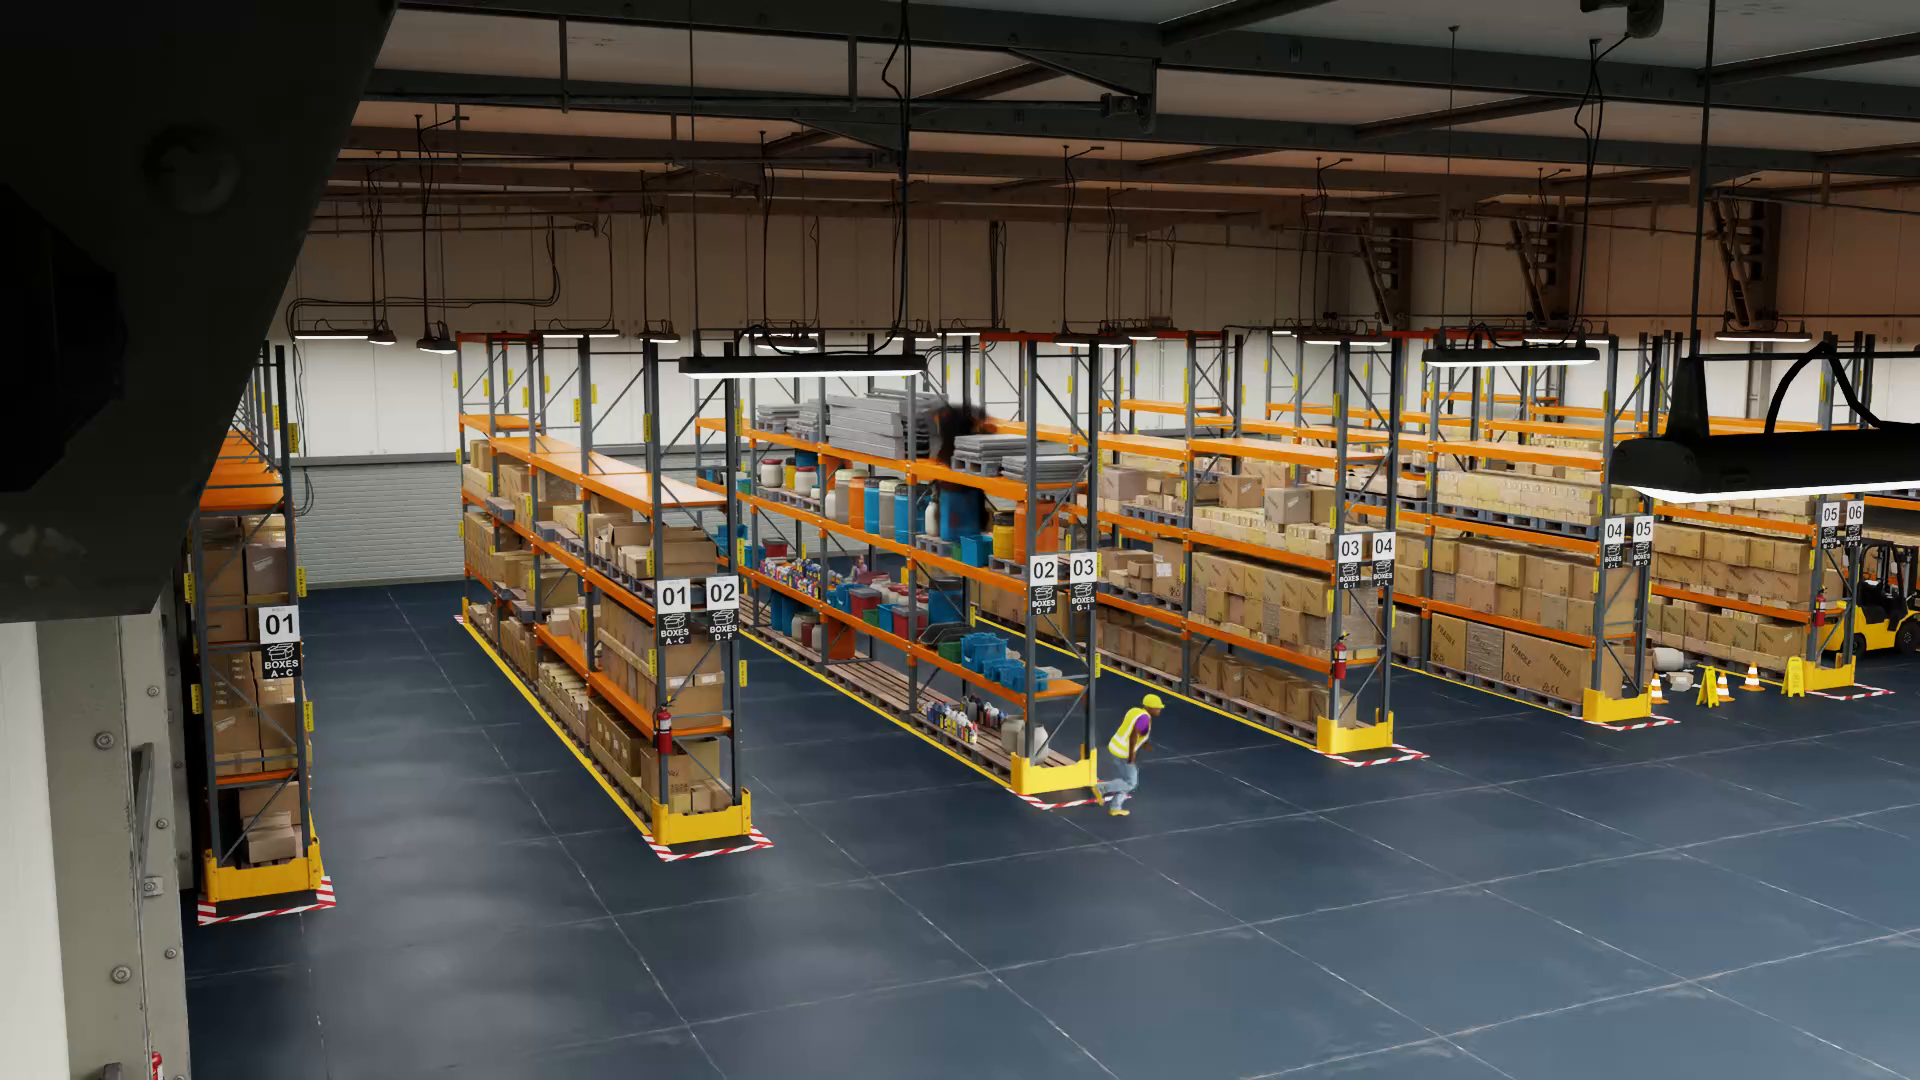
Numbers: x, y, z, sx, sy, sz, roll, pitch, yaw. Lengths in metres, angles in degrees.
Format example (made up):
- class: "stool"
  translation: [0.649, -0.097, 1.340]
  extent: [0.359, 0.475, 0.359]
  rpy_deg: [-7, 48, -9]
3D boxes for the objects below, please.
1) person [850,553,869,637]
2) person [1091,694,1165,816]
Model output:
- class: "person"
  translation: [-2.009, 1.065, 33.104]
  extent: [0.521, 1.626, 0.824]
  rpy_deg: [-4, 9, -30]
- class: "person"
  translation: [2.135, 2.740, 21.057]
  extent: [0.946, 1.567, 0.724]
  rpy_deg: [-1, 8, -9]
